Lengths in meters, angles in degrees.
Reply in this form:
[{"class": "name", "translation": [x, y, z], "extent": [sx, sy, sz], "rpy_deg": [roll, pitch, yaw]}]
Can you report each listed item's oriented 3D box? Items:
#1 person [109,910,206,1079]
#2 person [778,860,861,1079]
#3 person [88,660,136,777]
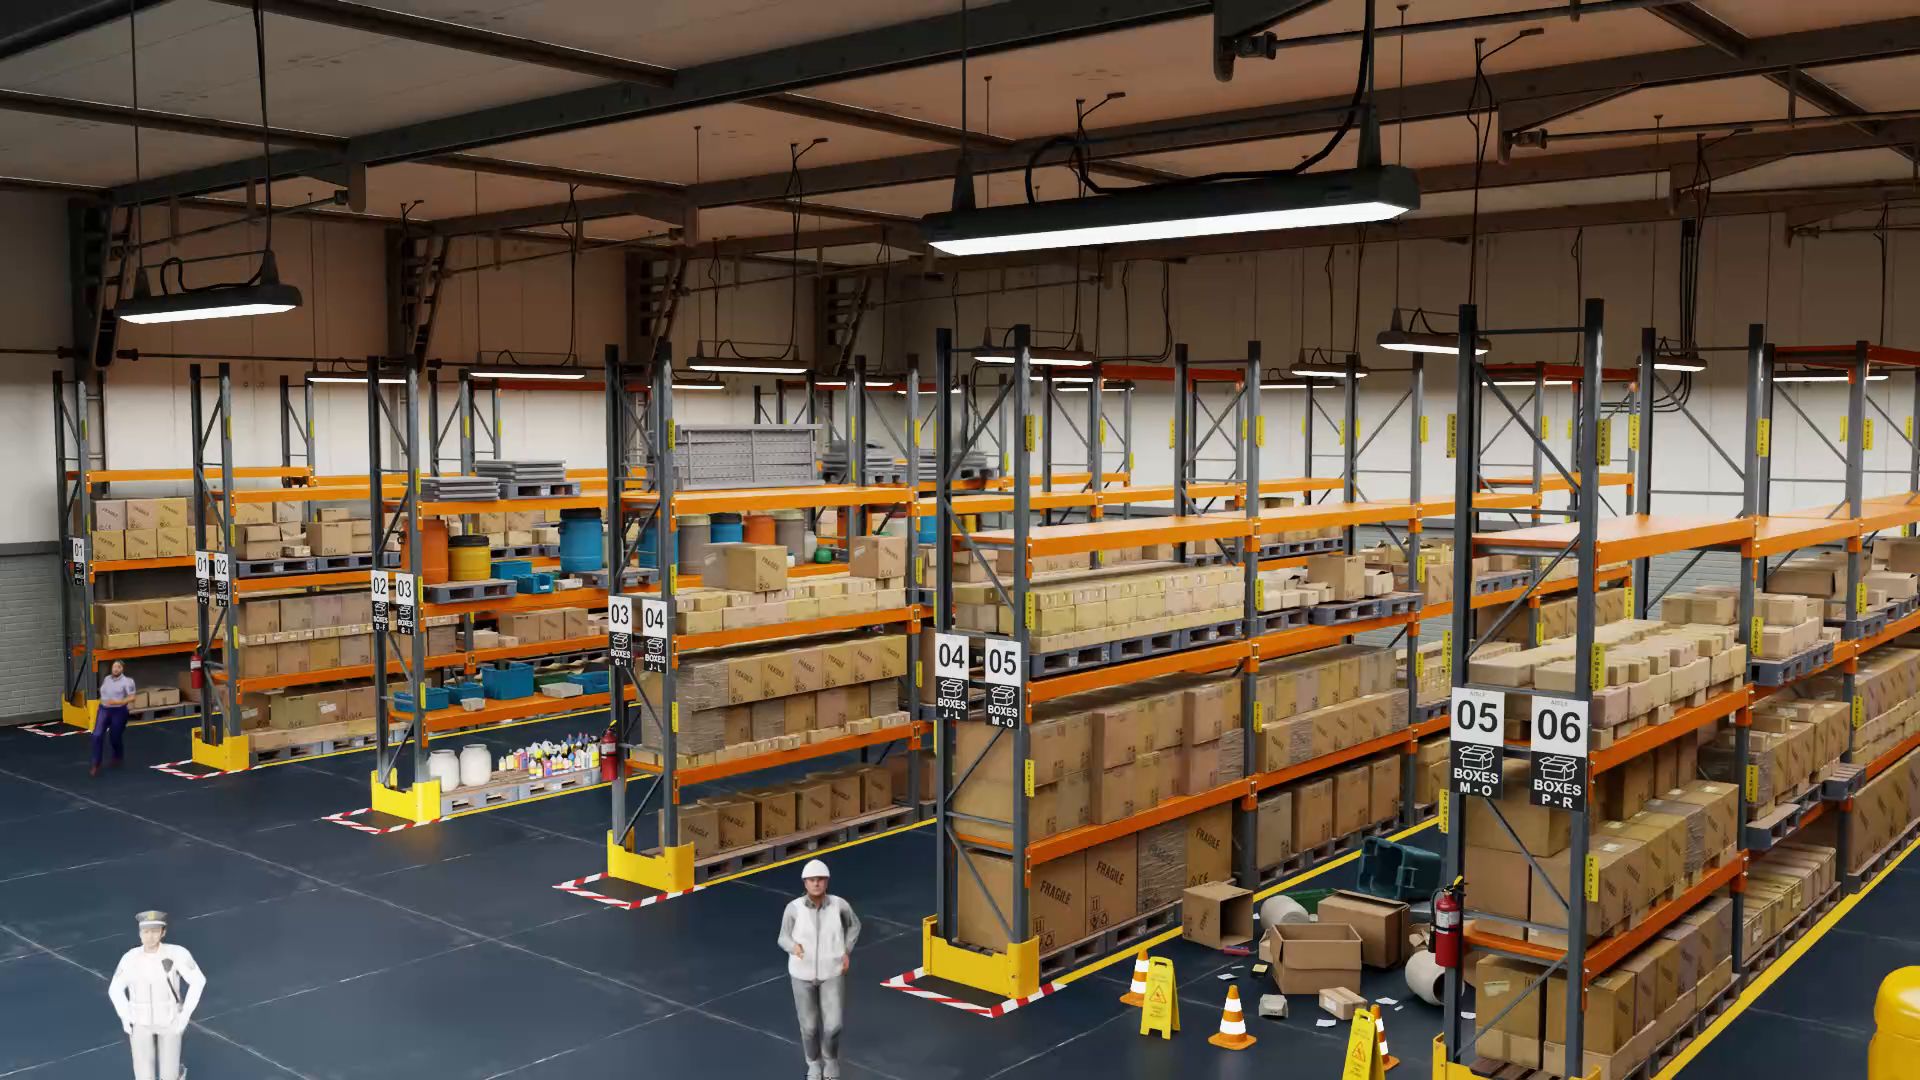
[{"class": "person", "translation": [-5.805, 3.467, 12.030], "extent": [0.640, 1.652, 0.582], "rpy_deg": [-1, 4, -16]}, {"class": "person", "translation": [-1.085, 3.364, 12.822], "extent": [0.642, 1.768, 0.647], "rpy_deg": [0, 4, -3]}, {"class": "person", "translation": [-12.414, 2.591, 24.404], "extent": [0.608, 1.630, 0.810], "rpy_deg": [0, 4, -4]}]
